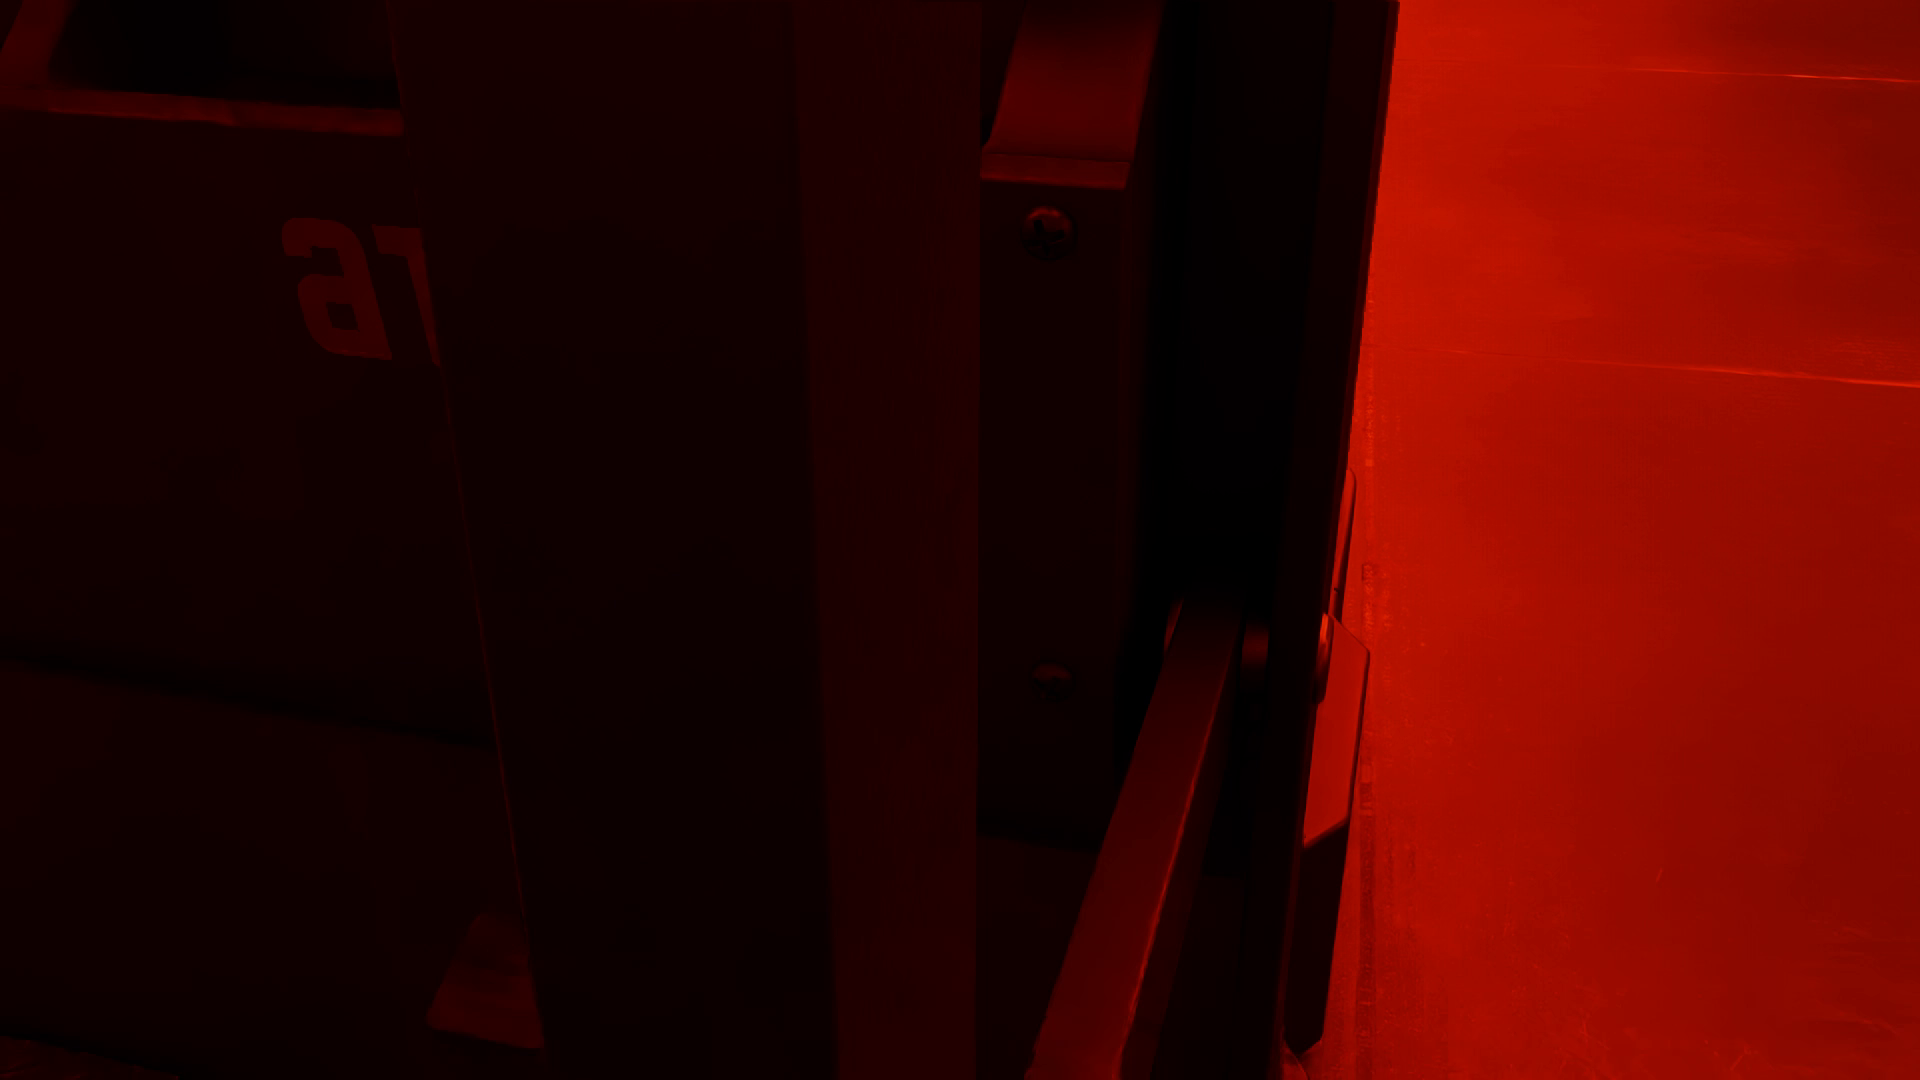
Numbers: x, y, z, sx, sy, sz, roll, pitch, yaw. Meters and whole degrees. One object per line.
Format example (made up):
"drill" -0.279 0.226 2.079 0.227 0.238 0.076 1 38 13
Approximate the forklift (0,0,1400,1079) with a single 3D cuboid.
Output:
"forklift" -0.426 -0.551 0.338 1.130 2.935 3.031 7 28 14
